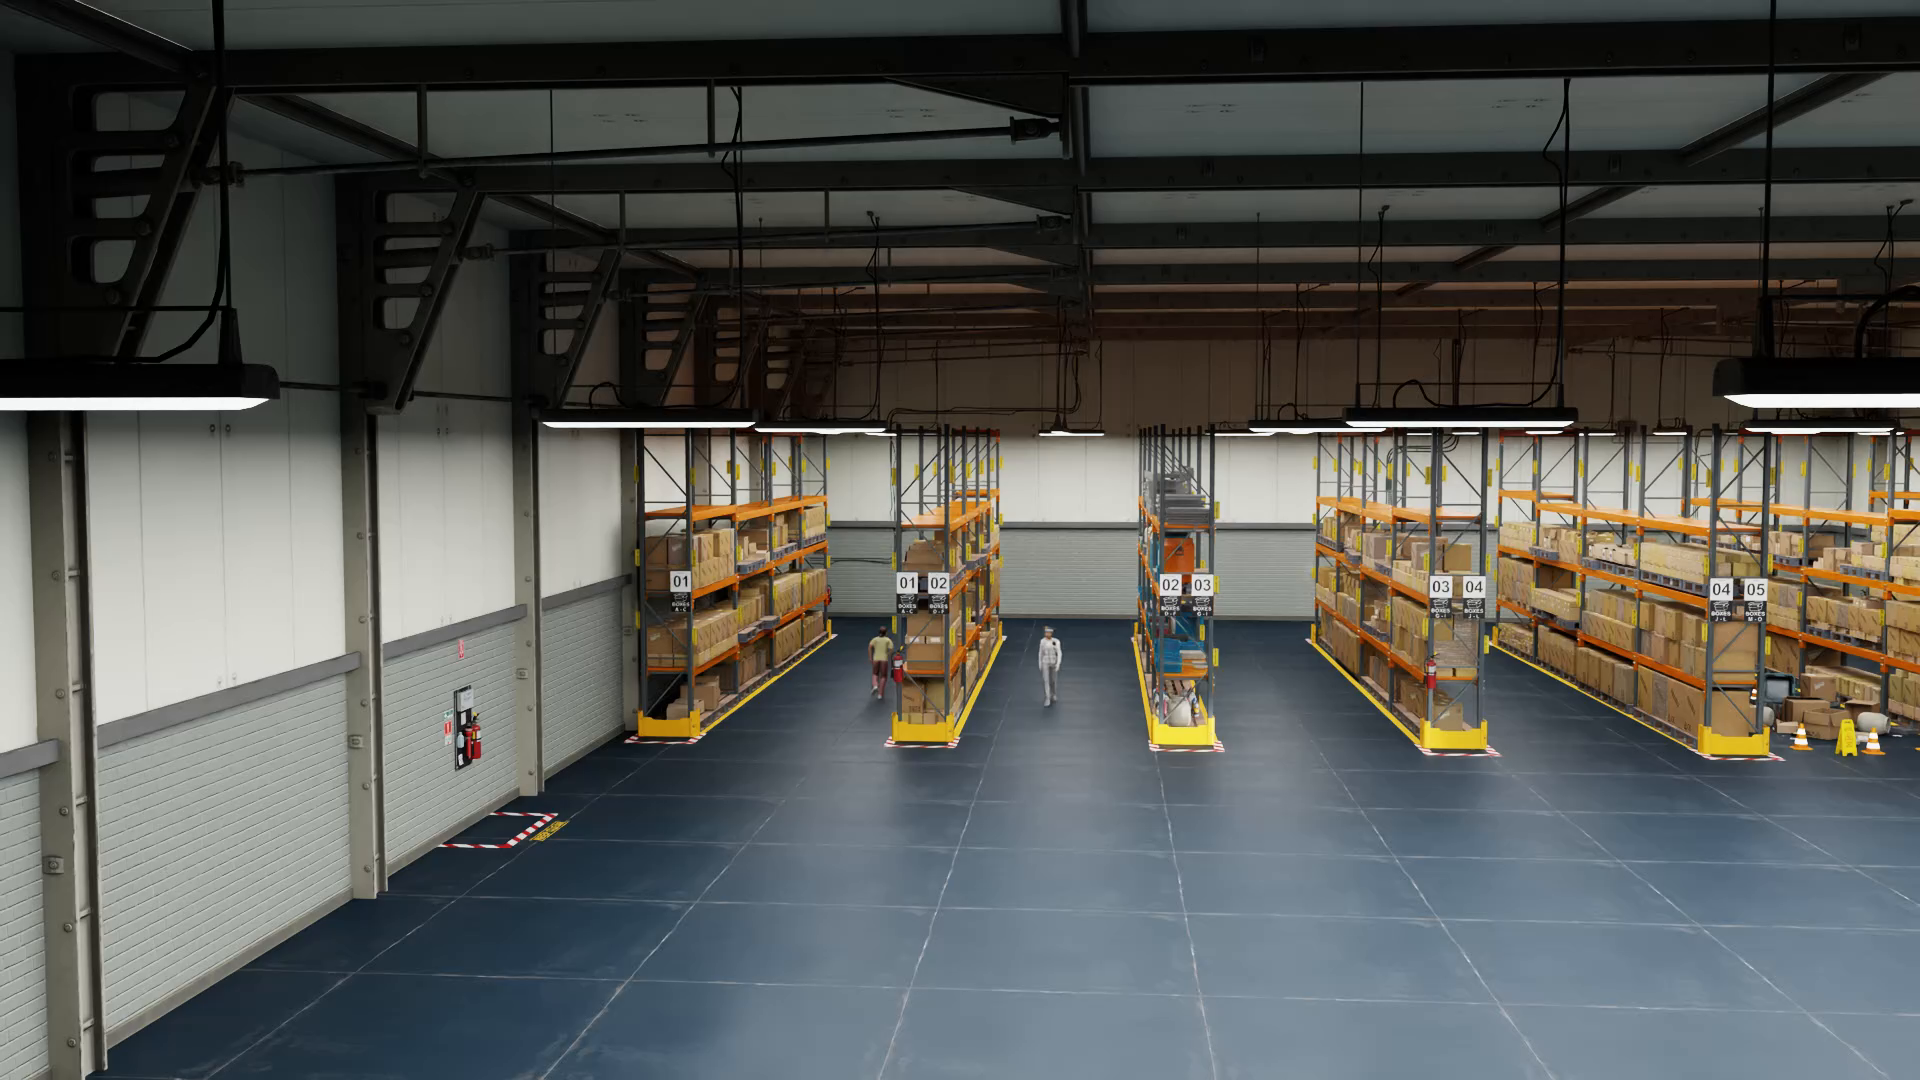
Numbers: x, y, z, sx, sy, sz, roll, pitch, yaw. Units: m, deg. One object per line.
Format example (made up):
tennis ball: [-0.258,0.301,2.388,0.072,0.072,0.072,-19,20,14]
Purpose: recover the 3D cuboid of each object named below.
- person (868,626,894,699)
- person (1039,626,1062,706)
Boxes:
person: [-1.749,2.700,36.887,0.577,1.571,0.714,0,3,7]
person: [1.946,2.698,35.988,0.518,1.669,0.822,0,4,7]
